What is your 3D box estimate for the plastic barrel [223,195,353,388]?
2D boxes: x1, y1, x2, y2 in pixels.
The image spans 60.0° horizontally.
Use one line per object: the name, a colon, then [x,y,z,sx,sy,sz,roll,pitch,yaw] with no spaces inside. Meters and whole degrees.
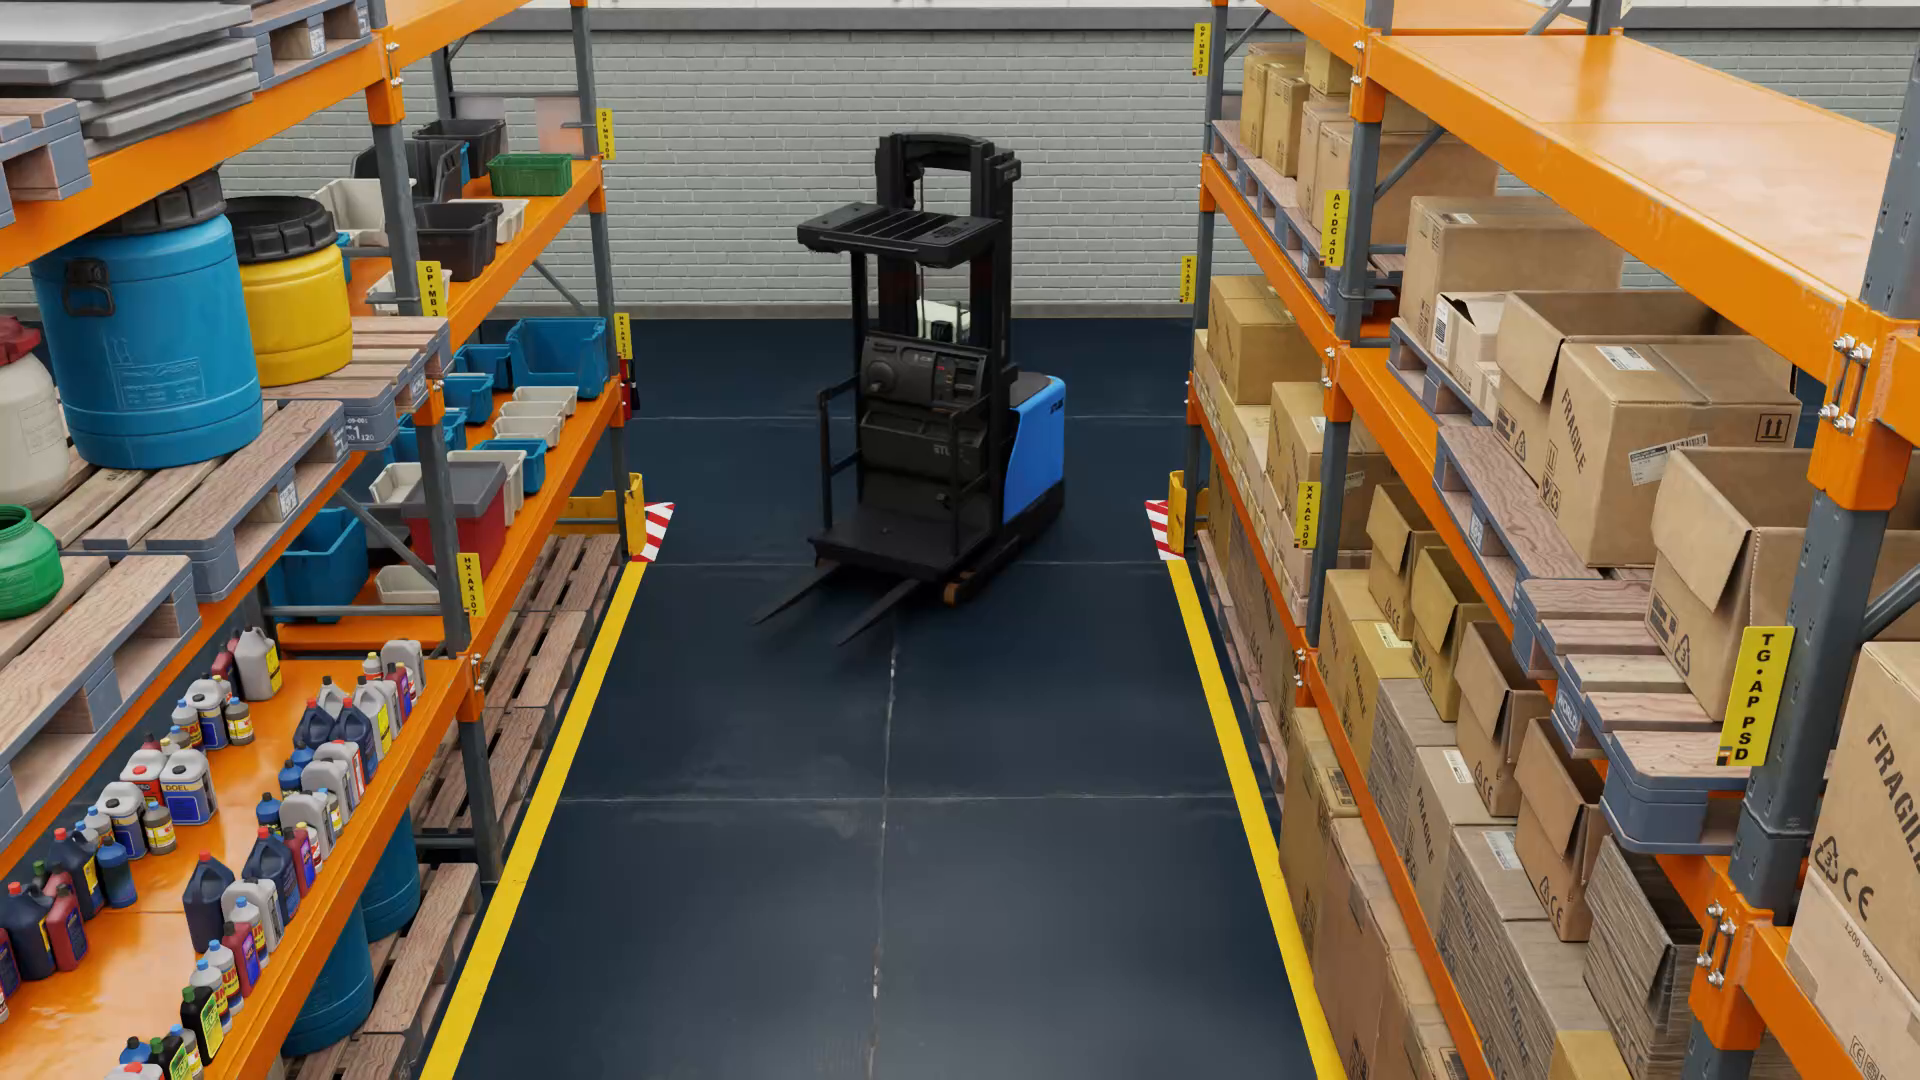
plastic barrel: [-2.598,-0.932,6.175,0.600,0.588,0.600,0,24,0]

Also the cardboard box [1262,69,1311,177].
cardboard box: [2.097,-2.324,9.238,0.700,0.500,0.500,-2,24,-4]

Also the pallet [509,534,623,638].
pallet: [-2.884,0.299,11.216,1.003,0.211,1.213,0,24,-1]

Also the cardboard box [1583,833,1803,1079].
cardboard box: [2.194,1.159,4.592,0.797,0.503,0.637,1,24,1]

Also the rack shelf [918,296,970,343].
rack shelf: [-0.167,-1.616,12.939,0.720,0.370,0.431,19,30,36]

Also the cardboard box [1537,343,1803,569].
cardboard box: [2.010,-0.247,4.769,0.500,0.500,0.500,1,24,2]

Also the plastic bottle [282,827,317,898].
plastic bottle: [-2.421,1.155,6.080,0.061,0.283,0.133,0,24,-1]

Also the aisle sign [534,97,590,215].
aisle sign: [-2.562,-2.527,10.926,0.394,0.787,0.004,0,24,-1]

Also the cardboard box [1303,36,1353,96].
cardboard box: [2.110,-2.492,8.701,0.500,0.250,0.500,-1,24,-2]

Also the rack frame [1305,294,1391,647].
rack frame: [2.142,0.315,7.798,1.000,3.000,0.127,0,24,-1]

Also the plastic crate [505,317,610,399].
plastic crate: [-2.664,-1.218,11.070,0.616,0.435,0.499,0,24,-1]

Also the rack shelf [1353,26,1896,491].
rack shelf: [2.164,-1.085,4.970,1.077,0.370,4.000,0,24,-1]

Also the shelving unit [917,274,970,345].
shelving unit: [-0.167,-1.260,13.100,0.755,1.500,0.431,19,30,36]

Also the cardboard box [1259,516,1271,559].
cardboard box: [1.803,-0.013,8.827,0.380,0.149,0.250,0,24,0]

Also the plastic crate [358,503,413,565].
plastic crate: [-3.091,-0.025,8.810,0.437,0.125,0.590,0,24,-1]

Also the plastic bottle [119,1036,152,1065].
plastic bottle: [-2.488,1.626,5.055,0.097,0.271,0.097,0,24,0]

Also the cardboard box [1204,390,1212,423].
cardboard box: [1.780,-0.860,10.700,0.380,0.149,0.250,-1,24,-2]

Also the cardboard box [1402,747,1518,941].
cardboard box: [1.919,1.086,5.971,0.500,0.500,0.500,0,24,0]

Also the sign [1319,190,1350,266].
sign: [1.587,-1.321,7.050,0.100,0.325,0.005,0,24,-1]

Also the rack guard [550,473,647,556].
rack guard: [-2.867,-0.182,11.930,1.175,0.500,0.348,0,24,-1]

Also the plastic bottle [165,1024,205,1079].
plastic bottle: [-2.429,1.602,5.191,0.097,0.201,0.097,0,24,0]

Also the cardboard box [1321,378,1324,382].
cardboard box: [2.380,-0.784,10.047,0.500,0.250,0.500,-1,24,-2]

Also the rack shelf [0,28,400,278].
rack shelf: [-2.789,-1.062,4.921,1.077,0.370,4.000,0,24,-1]

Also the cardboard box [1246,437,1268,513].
cardboard box: [1.861,-0.357,9.103,0.500,0.250,0.500,0,24,1]

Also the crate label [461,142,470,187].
crate label: [-3.167,-2.229,9.962,0.408,0.251,0.502,0,24,-1]

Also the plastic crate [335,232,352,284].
plastic crate: [-3.140,-1.327,7.991,0.416,0.233,0.300,0,24,-1]

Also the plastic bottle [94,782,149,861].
plastic bottle: [-3.174,1.063,6.294,0.152,0.276,0.135,0,24,-1]

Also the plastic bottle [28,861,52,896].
plastic bottle: [-3.214,1.271,5.824,0.061,0.283,0.133,0,24,-1]

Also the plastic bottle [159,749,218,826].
plastic bottle: [-3.024,0.967,6.506,0.152,0.276,0.135,0,24,-1]

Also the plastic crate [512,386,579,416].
plastic crate: [-2.664,-0.883,10.694,0.396,0.136,0.243,0,24,-1]

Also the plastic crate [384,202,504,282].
plastic crate: [-2.550,-1.483,8.292,0.497,0.269,0.590,0,24,-1]

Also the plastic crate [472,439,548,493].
plastic crate: [-2.575,-0.417,9.546,0.416,0.233,0.300,0,24,-1]

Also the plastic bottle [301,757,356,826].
plastic bottle: [-2.472,0.968,6.503,0.152,0.276,0.135,0,24,-1]

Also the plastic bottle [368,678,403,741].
plastic bottle: [-2.479,0.705,7.085,0.152,0.276,0.135,0,24,-1]

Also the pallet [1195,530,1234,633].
pallet: [2.185,0.266,11.289,1.003,0.211,1.213,0,24,-1]

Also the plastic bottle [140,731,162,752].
plastic bottle: [-3.223,0.909,6.625,0.061,0.283,0.133,0,24,-1]

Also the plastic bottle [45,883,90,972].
plastic bottle: [-3.068,1.326,5.704,0.061,0.283,0.133,0,24,-1]

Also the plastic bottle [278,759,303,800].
plastic bottle: [-2.597,0.979,6.486,0.097,0.271,0.097,0,24,0]

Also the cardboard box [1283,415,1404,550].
cardboard box: [1.870,-0.282,8.029,0.500,0.500,0.500,0,24,1]

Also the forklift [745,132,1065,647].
forklift: [-0.348,-1.099,11.006,1.130,2.935,3.031,12,27,25]

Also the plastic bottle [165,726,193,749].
plastic bottle: [-3.208,0.859,6.836,0.097,0.201,0.097,0,24,0]

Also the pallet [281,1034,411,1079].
pallet: [-2.828,2.430,6.505,1.003,0.211,1.213,0,24,-1]

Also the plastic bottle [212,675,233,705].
plastic bottle: [-3.212,0.683,7.225,0.097,0.201,0.097,0,24,0]

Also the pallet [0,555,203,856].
pallet: [-2.678,0.389,4.223,1.003,0.211,1.213,0,24,-1]

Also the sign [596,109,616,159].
sign: [-2.304,-2.640,10.816,0.100,0.325,0.005,0,24,-1]

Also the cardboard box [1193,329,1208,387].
cardboard box: [1.834,-1.202,10.972,0.500,0.250,0.500,-1,24,-2]

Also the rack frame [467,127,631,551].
rack frame: [-2.854,-1.311,11.393,1.000,3.000,0.127,0,24,-1]

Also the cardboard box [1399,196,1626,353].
cardboard box: [2.158,-1.050,6.544,0.700,0.500,0.500,0,24,1]

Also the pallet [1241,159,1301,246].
pallet: [2.133,-1.850,9.052,1.003,0.211,1.213,0,24,-1]

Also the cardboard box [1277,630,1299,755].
cardboard box: [2.215,0.819,8.751,0.875,0.875,0.875,0,24,-1]

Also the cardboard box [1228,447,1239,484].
cardboard box: [1.790,-0.438,9.766,0.380,0.149,0.250,-1,24,-2]

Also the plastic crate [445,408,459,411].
plastic crate: [-3.253,-0.703,10.295,0.250,0.136,0.298,0,24,-1]

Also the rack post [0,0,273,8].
rack post: [-2.833,-2.015,5.760,0.937,0.300,0.954,-1,24,-2]

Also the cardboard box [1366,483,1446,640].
cardboard box: [2.157,0.075,6.988,0.797,0.503,0.637,-1,24,-2]

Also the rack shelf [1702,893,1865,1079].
rack shelf: [2.208,1.748,1.861,1.077,0.370,4.000,0,24,-1]

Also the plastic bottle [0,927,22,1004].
plastic bottle: [-3.210,1.403,5.534,0.061,0.283,0.133,0,24,-1]

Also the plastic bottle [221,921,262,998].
plastic bottle: [-2.415,1.382,5.579,0.061,0.283,0.133,0,24,-1]
